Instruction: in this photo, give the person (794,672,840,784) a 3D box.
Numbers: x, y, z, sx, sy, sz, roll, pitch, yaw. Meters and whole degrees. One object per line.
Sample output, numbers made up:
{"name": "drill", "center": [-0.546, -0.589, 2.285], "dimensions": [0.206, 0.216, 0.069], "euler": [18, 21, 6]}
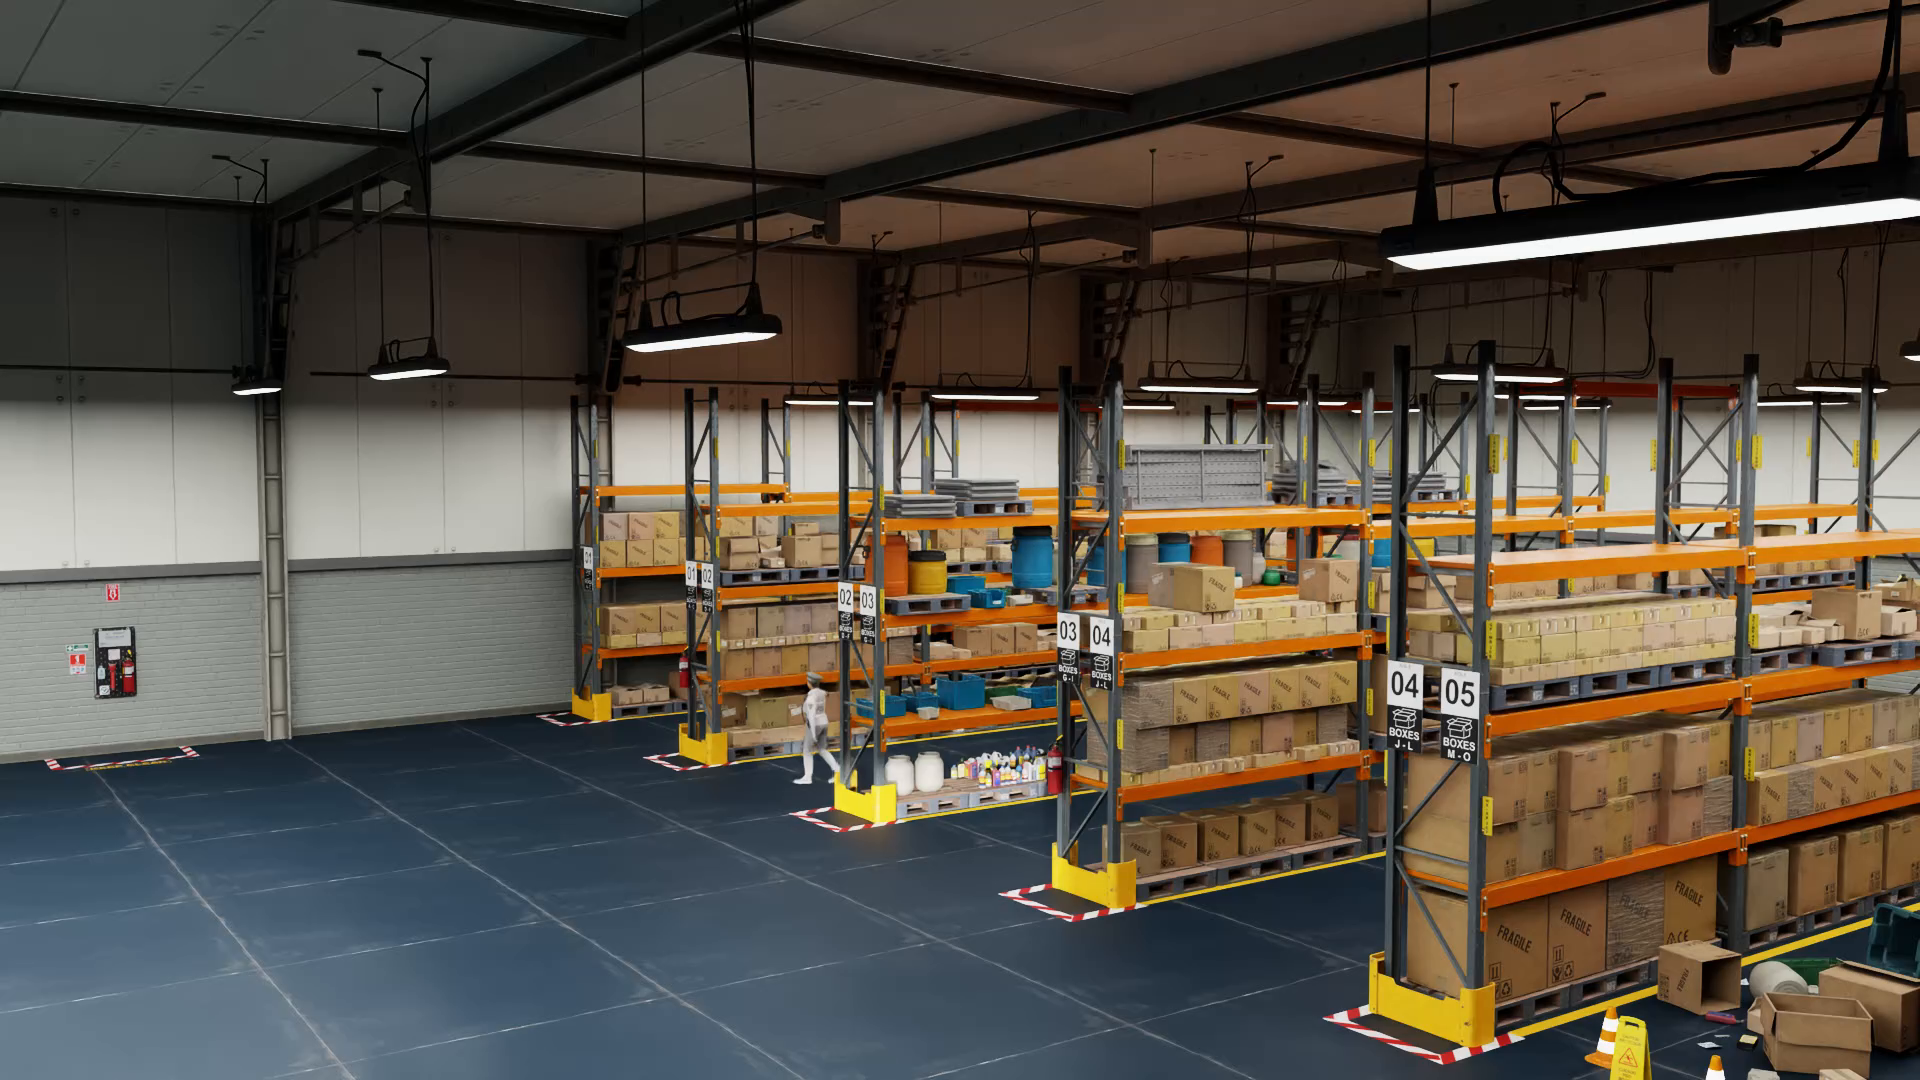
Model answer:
{"name": "person", "center": [-2.114, 2.827, 24.934], "dimensions": [0.689, 1.659, 0.472], "euler": [2, 4, 26]}
